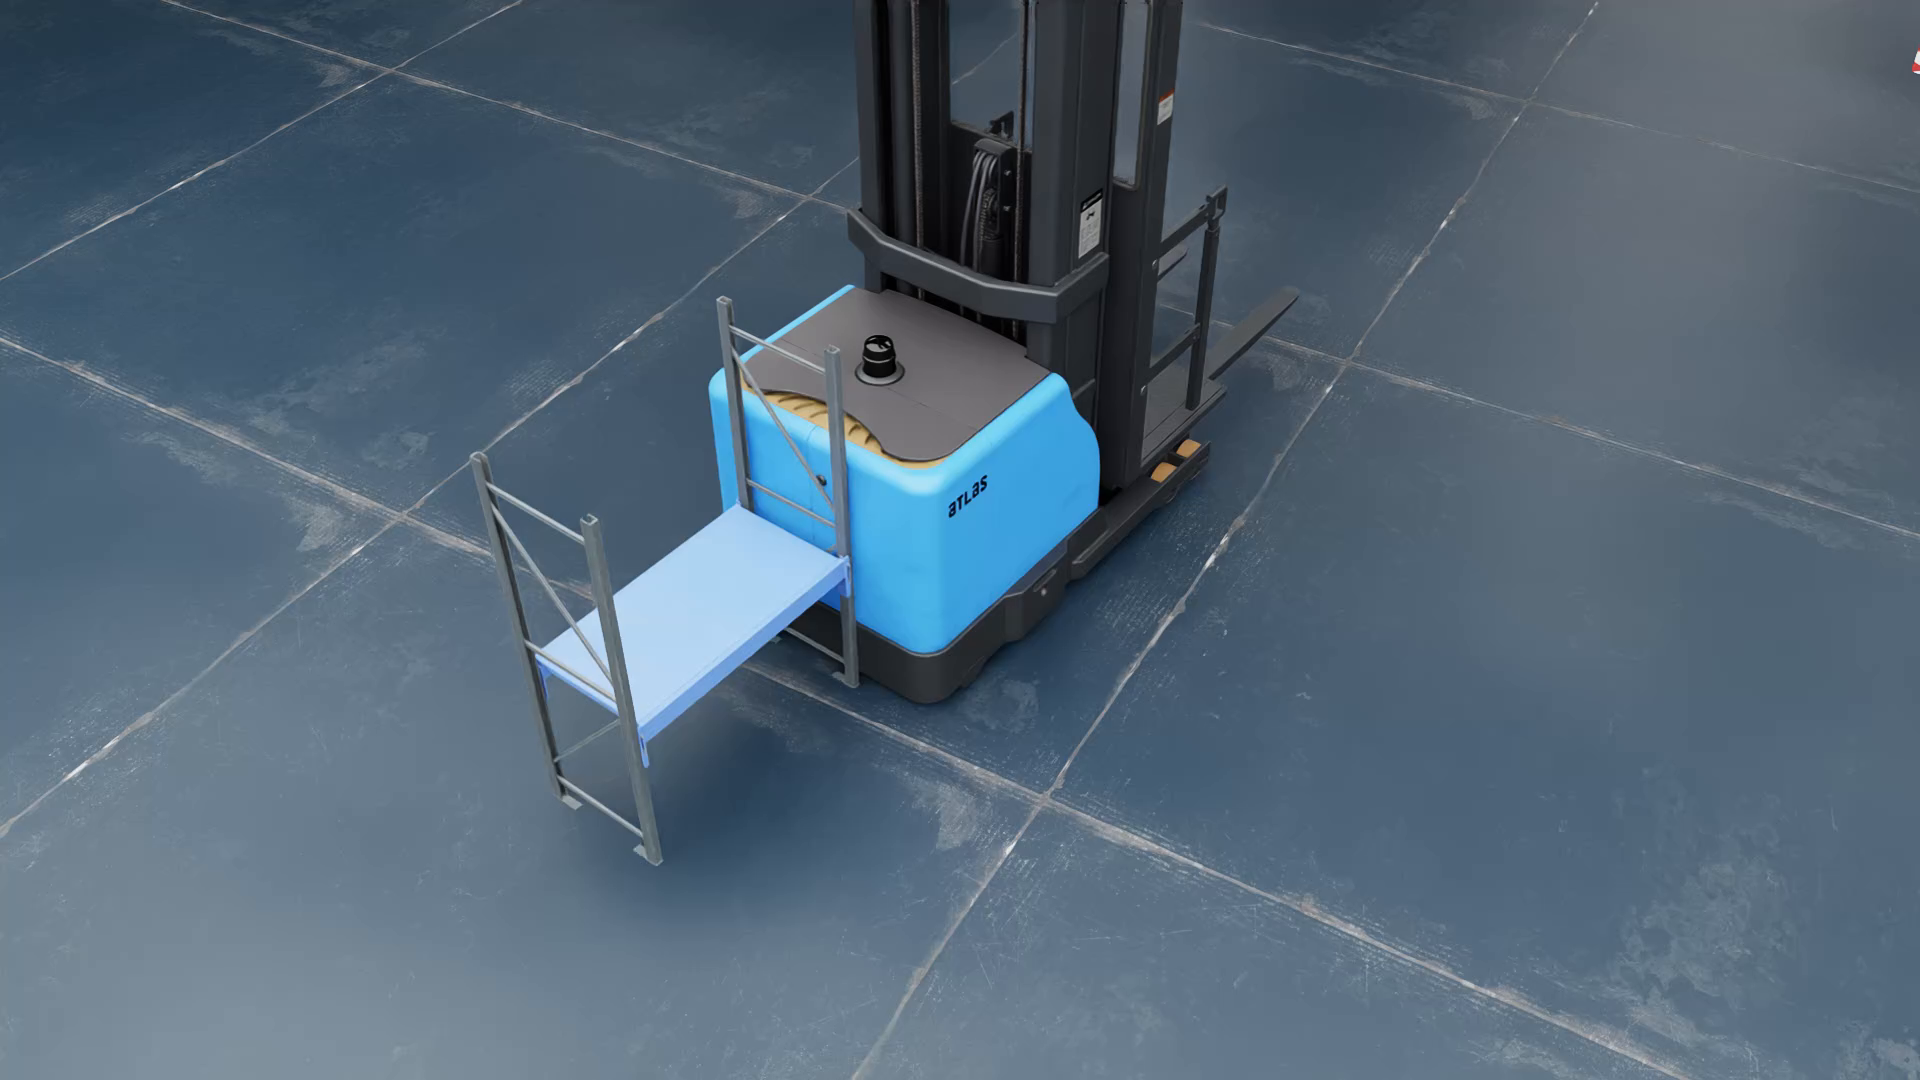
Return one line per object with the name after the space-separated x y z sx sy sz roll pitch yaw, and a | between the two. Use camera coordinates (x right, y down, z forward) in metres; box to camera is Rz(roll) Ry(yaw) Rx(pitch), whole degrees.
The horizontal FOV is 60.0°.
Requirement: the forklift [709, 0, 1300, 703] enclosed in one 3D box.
0.401 -1.436 6.163 1.130 2.935 3.031 27 48 27 | forklift

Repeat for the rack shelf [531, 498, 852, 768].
-0.887 0.283 5.566 0.538 0.185 1.000 27 48 27 | rack shelf

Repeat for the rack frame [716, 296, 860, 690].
-0.578 -0.119 5.751 0.500 1.500 0.032 27 48 27 | rack frame

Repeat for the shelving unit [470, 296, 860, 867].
-0.887 0.148 5.447 0.538 1.500 1.048 27 48 27 | shelving unit

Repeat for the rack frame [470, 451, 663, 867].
-1.195 0.415 5.144 0.500 1.500 0.032 27 48 27 | rack frame
